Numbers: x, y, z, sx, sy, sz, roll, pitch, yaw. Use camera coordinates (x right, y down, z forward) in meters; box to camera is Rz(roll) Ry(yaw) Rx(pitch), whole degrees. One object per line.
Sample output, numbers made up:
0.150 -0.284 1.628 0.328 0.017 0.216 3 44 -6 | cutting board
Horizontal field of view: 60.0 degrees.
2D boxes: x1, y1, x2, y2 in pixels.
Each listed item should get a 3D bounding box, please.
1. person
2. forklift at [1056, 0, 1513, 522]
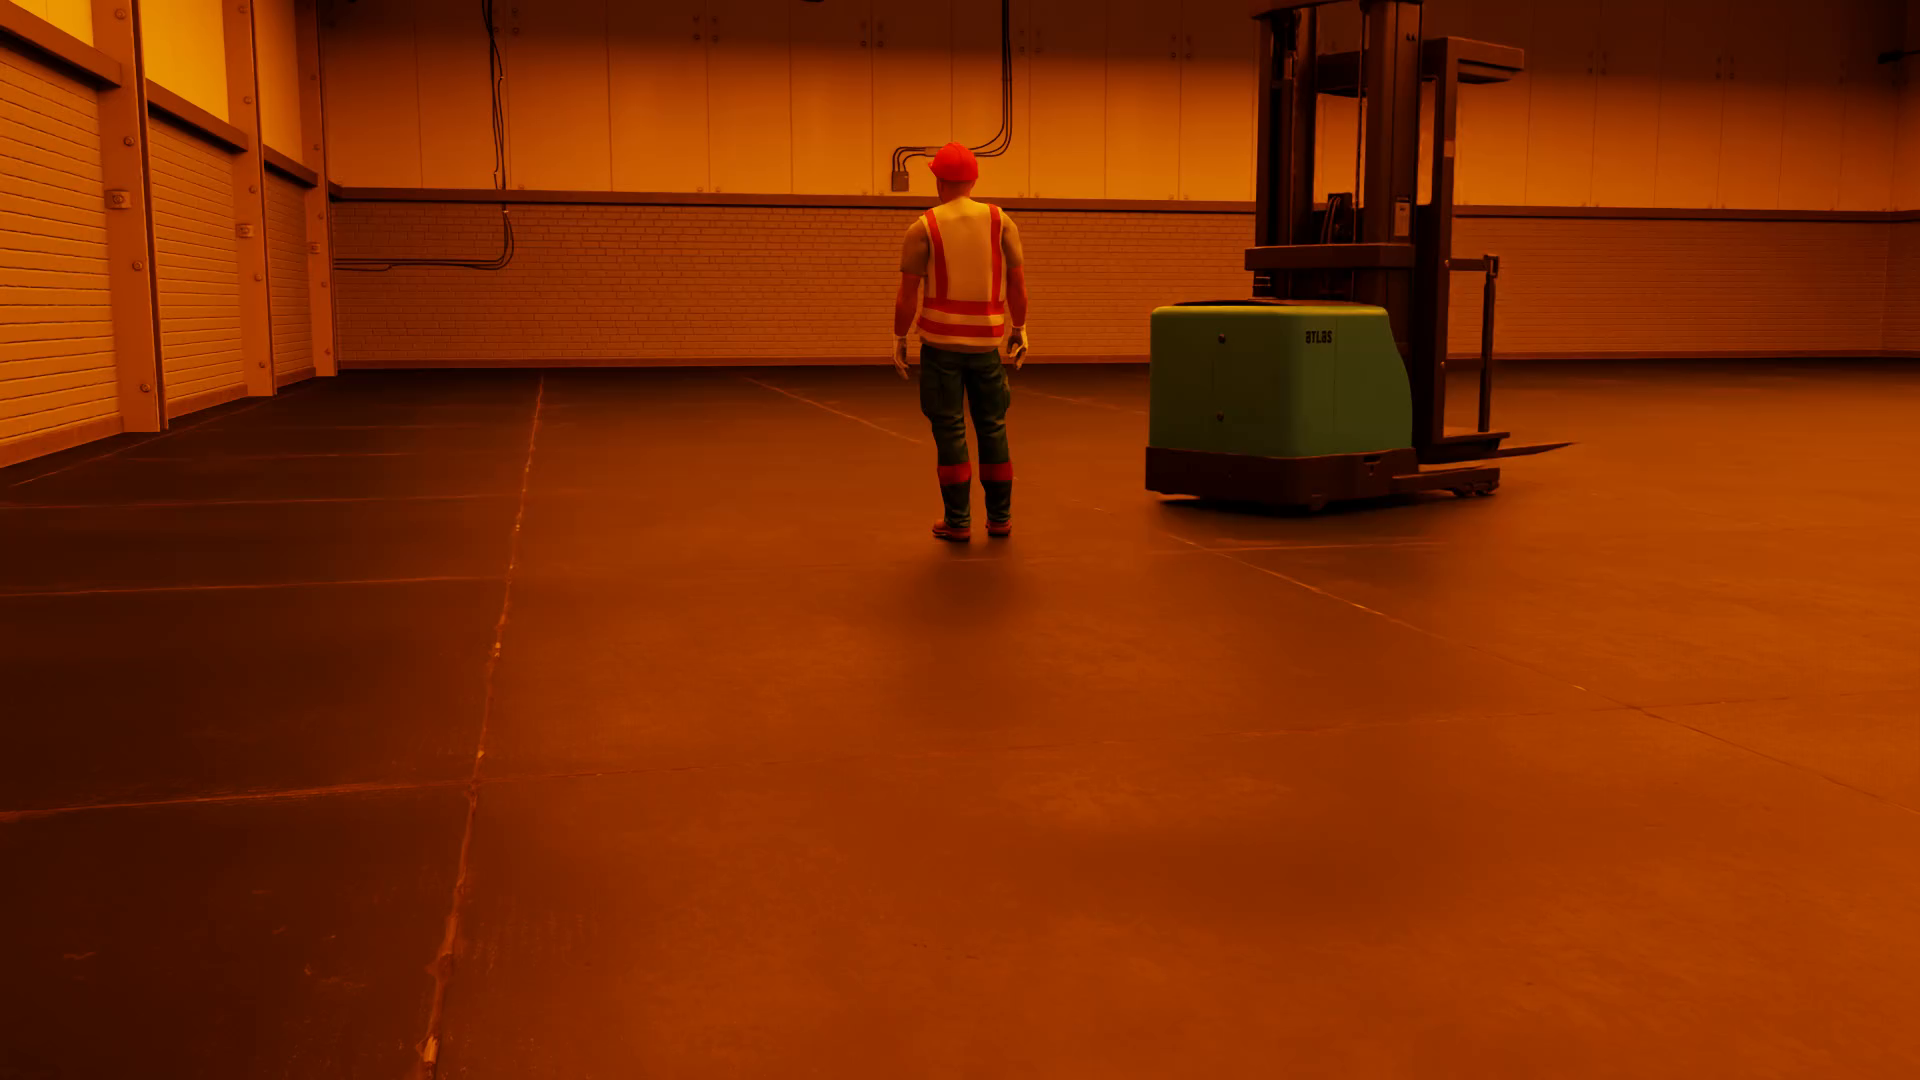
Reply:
-0.309 -0.754 7.800 0.893 1.567 0.805 1 8 9 | person
1.959 -1.680 9.136 3.031 2.935 1.130 -7 10 -40 | forklift
